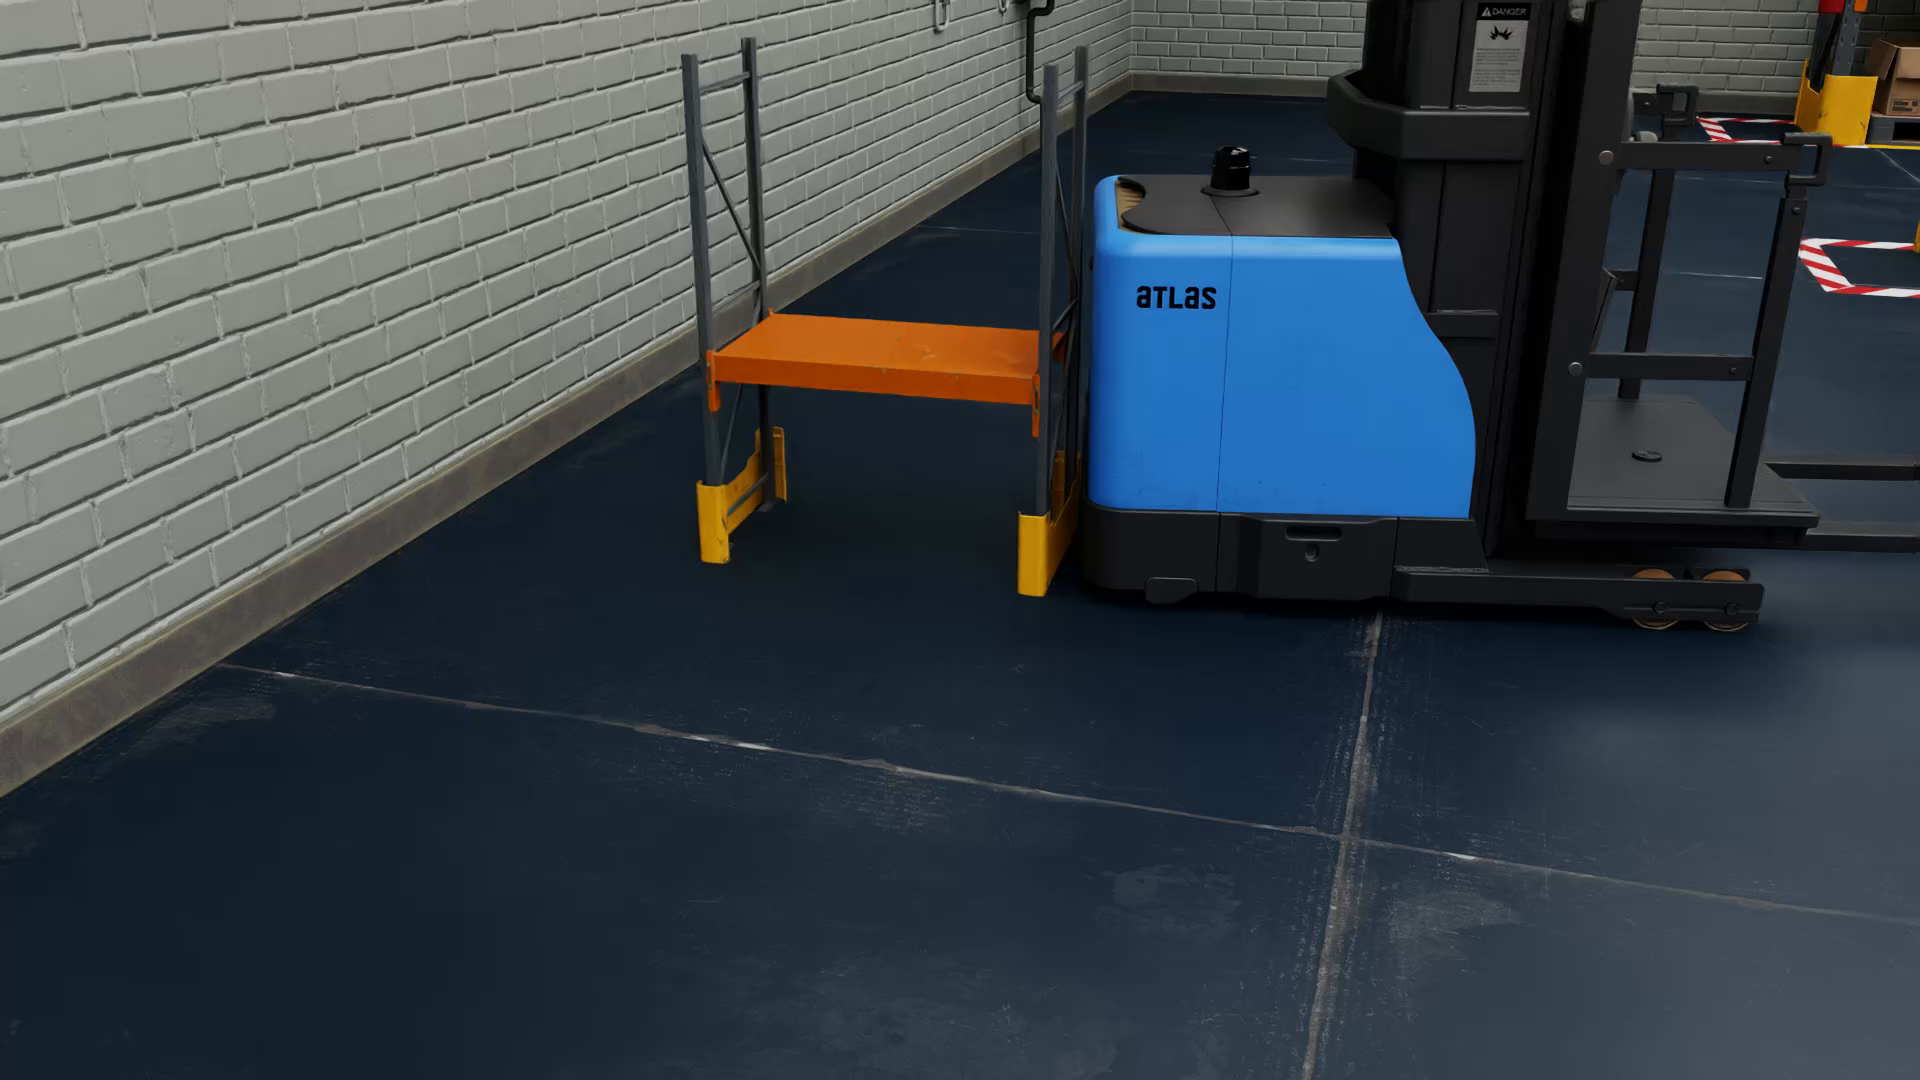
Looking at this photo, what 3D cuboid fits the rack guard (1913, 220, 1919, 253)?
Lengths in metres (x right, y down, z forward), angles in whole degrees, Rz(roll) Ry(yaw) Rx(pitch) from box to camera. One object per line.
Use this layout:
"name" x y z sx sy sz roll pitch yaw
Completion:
"rack guard" 5.272 -1.624 8.570 0.348 0.500 1.175 7 23 16

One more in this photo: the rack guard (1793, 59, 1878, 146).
"rack guard" 6.798 -3.417 12.941 0.348 0.500 1.175 7 23 16

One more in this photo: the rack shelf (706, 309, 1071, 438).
"rack shelf" -0.199 -0.517 5.027 1.000 0.185 0.538 5 23 13

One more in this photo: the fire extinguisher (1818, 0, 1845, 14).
"fire extinguisher" 6.451 -4.221 12.202 0.183 0.674 0.296 7 23 16

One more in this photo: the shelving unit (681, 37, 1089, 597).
"shelving unit" -0.207 -0.684 4.961 1.083 1.500 0.587 5 23 13

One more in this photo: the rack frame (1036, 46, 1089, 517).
"rack frame" 0.294 -0.636 4.843 0.032 1.500 0.500 5 23 13

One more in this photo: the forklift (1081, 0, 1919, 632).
"forklift" 1.893 -1.309 4.599 3.031 2.935 1.130 2 22 4

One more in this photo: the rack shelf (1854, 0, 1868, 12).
"rack shelf" 8.640 -4.029 12.089 4.000 0.370 1.077 7 23 16

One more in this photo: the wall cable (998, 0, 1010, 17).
"wall cable" 0.289 -4.374 10.642 0.122 1.984 0.588 7 23 16

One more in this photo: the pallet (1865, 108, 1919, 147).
"pallet" 7.562 -3.196 12.783 1.213 0.211 1.003 7 23 16

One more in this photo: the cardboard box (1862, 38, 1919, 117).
"cardboard box" 7.284 -3.519 12.633 0.637 0.503 0.797 6 23 13

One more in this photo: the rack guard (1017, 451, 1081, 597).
"rack guard" 0.275 -0.059 5.085 0.087 0.250 0.587 5 23 13

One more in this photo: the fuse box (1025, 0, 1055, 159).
"fuse box" 0.637 -3.538 11.641 0.414 1.711 0.539 7 23 16

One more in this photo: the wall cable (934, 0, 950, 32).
"wall cable" -0.110 -3.872 9.376 0.123 1.953 0.585 7 23 16

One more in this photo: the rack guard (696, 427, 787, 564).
"rack guard" -0.690 -0.152 5.311 0.087 0.250 0.587 5 23 13

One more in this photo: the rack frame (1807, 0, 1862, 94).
"rack frame" 6.725 -4.581 12.487 0.127 3.000 1.000 7 23 16

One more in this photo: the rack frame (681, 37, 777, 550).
"rack frame" -0.691 -0.730 5.074 0.032 1.500 0.500 5 23 13
